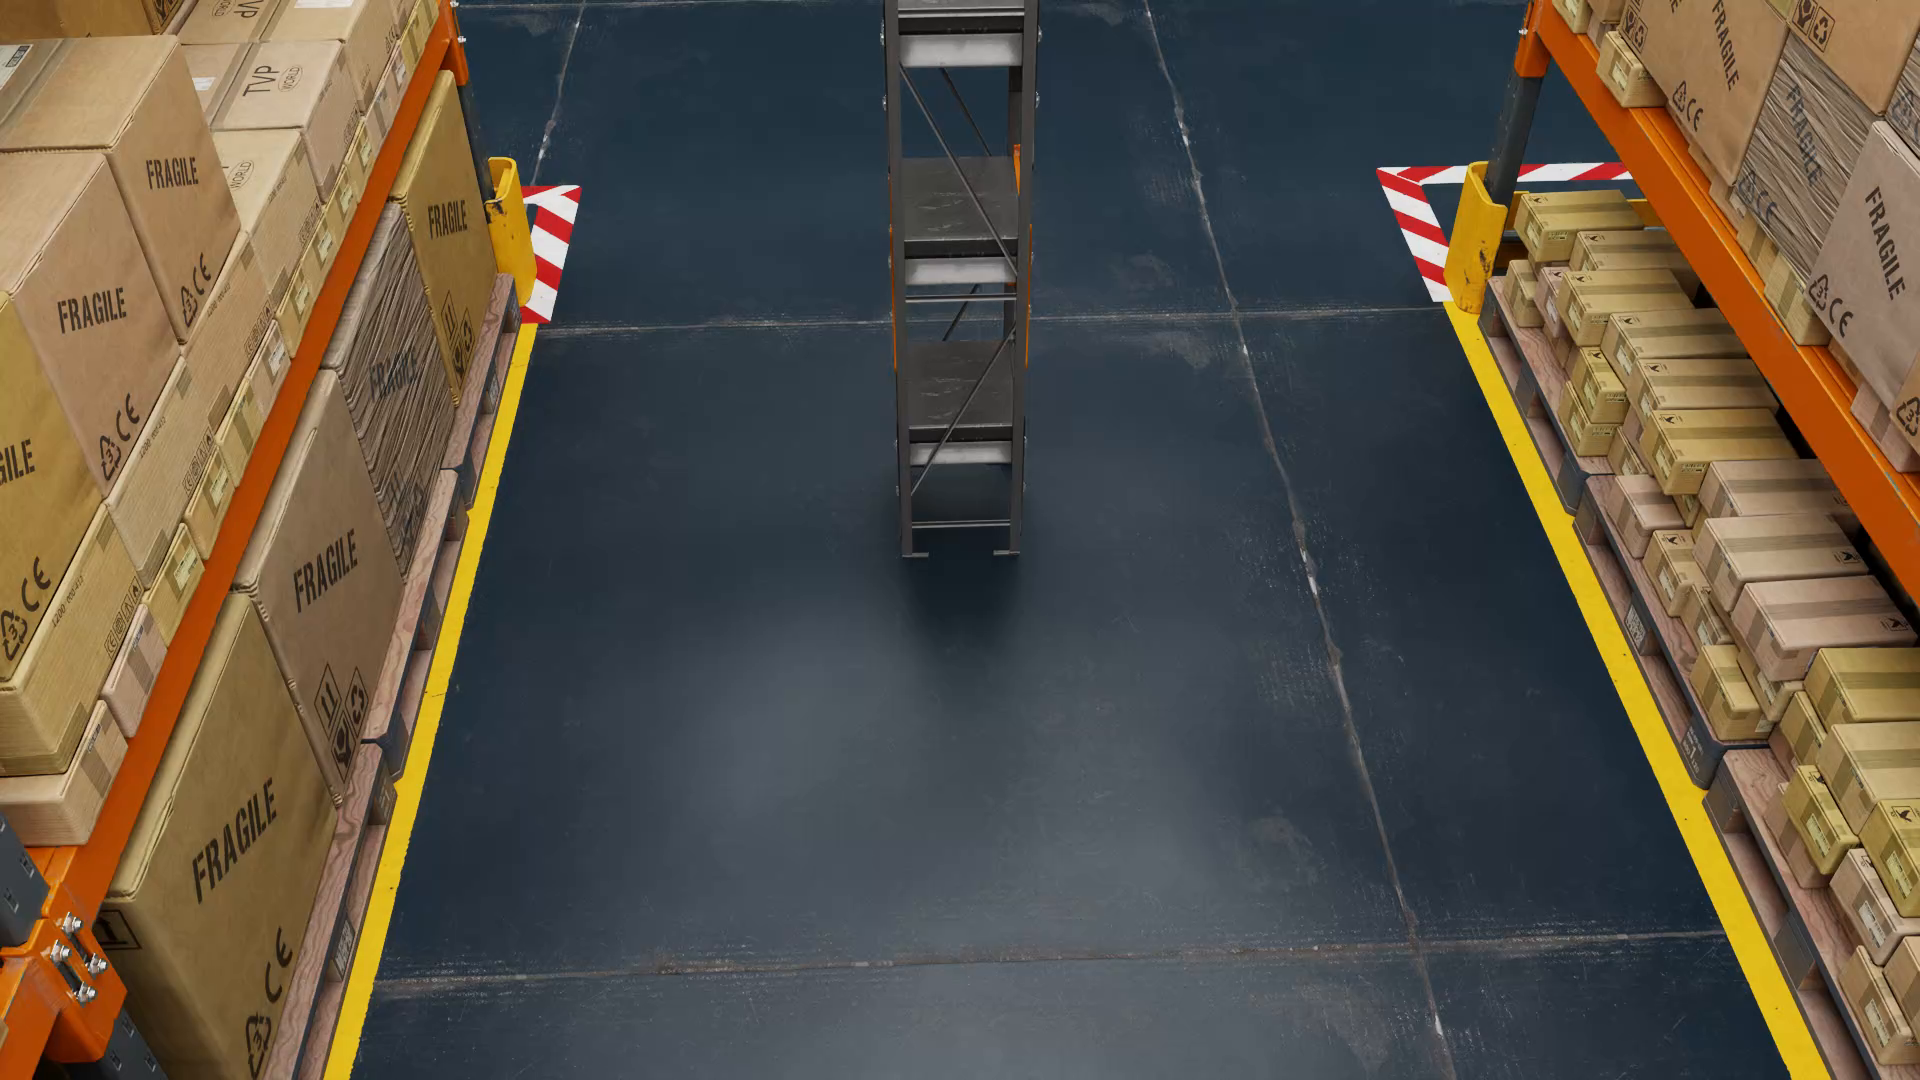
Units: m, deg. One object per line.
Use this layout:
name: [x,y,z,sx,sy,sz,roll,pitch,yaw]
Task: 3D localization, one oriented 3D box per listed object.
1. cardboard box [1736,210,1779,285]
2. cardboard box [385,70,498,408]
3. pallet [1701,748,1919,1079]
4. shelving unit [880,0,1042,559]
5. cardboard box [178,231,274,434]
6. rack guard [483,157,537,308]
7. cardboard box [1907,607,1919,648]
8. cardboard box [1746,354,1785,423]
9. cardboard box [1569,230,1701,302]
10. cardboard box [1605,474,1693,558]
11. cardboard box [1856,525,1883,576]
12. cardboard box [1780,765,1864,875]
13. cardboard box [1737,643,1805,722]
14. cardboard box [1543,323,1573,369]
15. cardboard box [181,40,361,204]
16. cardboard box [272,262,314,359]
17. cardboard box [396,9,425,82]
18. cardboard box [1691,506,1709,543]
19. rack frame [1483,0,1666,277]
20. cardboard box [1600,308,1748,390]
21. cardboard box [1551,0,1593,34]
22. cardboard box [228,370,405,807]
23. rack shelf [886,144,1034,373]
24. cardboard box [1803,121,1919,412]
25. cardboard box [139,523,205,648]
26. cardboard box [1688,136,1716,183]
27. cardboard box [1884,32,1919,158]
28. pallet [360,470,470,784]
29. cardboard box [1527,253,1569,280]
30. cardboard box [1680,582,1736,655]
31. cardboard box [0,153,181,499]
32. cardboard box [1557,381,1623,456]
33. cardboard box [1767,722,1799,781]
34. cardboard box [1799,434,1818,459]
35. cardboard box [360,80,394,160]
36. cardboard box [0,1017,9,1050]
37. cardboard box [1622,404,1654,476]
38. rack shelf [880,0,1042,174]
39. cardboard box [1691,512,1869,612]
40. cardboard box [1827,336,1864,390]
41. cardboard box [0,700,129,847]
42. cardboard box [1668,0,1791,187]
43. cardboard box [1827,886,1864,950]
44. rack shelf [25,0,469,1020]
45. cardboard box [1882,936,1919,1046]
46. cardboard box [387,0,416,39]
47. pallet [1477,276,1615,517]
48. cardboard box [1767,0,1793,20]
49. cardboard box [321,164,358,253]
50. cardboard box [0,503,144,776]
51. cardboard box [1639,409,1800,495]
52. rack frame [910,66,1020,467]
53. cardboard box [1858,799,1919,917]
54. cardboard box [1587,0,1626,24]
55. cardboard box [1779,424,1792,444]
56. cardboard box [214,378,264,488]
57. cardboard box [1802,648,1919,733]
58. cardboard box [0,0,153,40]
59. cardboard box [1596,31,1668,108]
cardboard box: [2.409,-0.832,4.623,0.380,0.149,0.250,0,43,0]
cardboard box: [-2.247,-1.072,5.961,0.875,0.875,0.875,-2,43,-2]
pallet: [2.712,1.072,4.424,1.003,0.211,1.213,-2,43,-2]
shelving unit: [-0.007,-0.886,5.162,0.431,2.100,0.503,-2,43,-2]
cardboard box: [-1.986,-0.494,3.960,0.500,0.250,0.500,-1,43,-1]
rack guard: [-2.355,-1.225,6.716,1.175,0.500,0.348,-2,43,-2]
cardboard box: [2.937,0.329,4.750,0.380,0.149,0.250,0,43,0]
cardboard box: [2.846,-0.534,5.692,0.380,0.149,0.250,-2,43,-2]
cardboard box: [2.421,-0.981,5.959,0.380,0.149,0.250,-1,43,-1]
cardboard box: [2.350,-0.087,5.424,0.380,0.149,0.250,-4,43,-4]
cardboard box: [3.004,-0.011,5.121,0.380,0.149,0.250,-1,43,-1]
cardboard box: [2.392,0.717,4.327,0.380,0.149,0.250,-3,43,-3]
cardboard box: [2.449,0.373,4.702,0.380,0.149,0.250,-1,43,-1]
cardboard box: [2.401,-0.771,6.170,0.380,0.149,0.250,-2,43,-2]
cardboard box: [-2.025,-1.179,4.707,0.500,0.250,0.500,-3,43,-3]
cardboard box: [-1.932,-0.598,4.369,0.380,0.149,0.250,-3,43,-3]
cardboard box: [-1.997,-1.631,5.495,0.380,0.149,0.250,-1,43,-1]
cardboard box: [2.489,0.010,5.098,0.380,0.149,0.250,0,43,0]
rack frame: [2.606,-2.204,5.934,1.000,3.000,0.127,-2,43,-2]
cardboard box: [2.397,-0.642,5.589,0.380,0.149,0.250,-4,43,-4]
cardboard box: [2.292,-1.883,5.771,0.380,0.149,0.250,-2,43,-2]
cardboard box: [-2.170,0.144,4.635,0.875,0.875,0.875,-2,43,-2]
rack shelf: [-0.007,-0.876,5.172,0.431,0.518,0.480,-2,43,-2]
cardboard box: [2.432,-0.655,3.950,0.500,0.500,0.500,-2,43,-2]
cardboard box: [-1.887,0.099,3.608,0.380,0.149,0.250,0,43,0]
cardboard box: [2.437,-1.175,4.997,0.380,0.149,0.250,-2,43,-2]
cardboard box: [2.451,-1.023,3.612,0.500,0.500,0.500,-1,43,-1]
pallet: [-2.193,0.257,5.313,1.003,0.211,1.213,-2,43,-2]
cardboard box: [2.372,-1.056,6.261,0.380,0.149,0.250,0,43,0]
cardboard box: [2.431,0.261,5.045,0.380,0.149,0.250,-1,43,-1]
cardboard box: [-1.962,-0.424,3.328,0.500,0.500,0.500,-2,43,-2]
cardboard box: [2.320,-0.427,5.795,0.380,0.149,0.250,-1,43,-1]
cardboard box: [2.526,0.602,4.672,0.380,0.149,0.250,-3,43,-3]
cardboard box: [2.888,-0.297,5.213,0.380,0.149,0.250,-3,43,-3]
cardboard box: [-1.978,-1.292,5.126,0.380,0.149,0.250,-1,43,-1]
cardboard box: [-1.891,0.842,2.538,0.500,0.500,0.500,-2,43,-2]
cardboard box: [2.434,-0.354,5.496,0.380,0.149,0.250,-4,43,-4]
rack shelf: [-0.007,-1.392,4.699,0.431,0.518,0.480,-2,43,-2]
cardboard box: [2.372,0.062,4.821,0.380,0.149,0.250,-3,43,-3]
cardboard box: [2.473,-0.481,4.240,0.380,0.149,0.250,-2,43,-2]
cardboard box: [-1.864,0.454,3.221,0.380,0.149,0.250,-2,43,-2]
cardboard box: [2.405,-1.348,4.706,0.500,0.500,0.500,-1,43,-1]
cardboard box: [2.491,0.960,4.282,0.380,0.149,0.250,-1,43,-1]
rack shelf: [-2.269,-0.514,4.624,1.077,0.370,4.000,-2,43,-2]
cardboard box: [2.445,1.079,3.931,0.380,0.149,0.250,-1,43,-1]
cardboard box: [-2.068,-1.865,5.455,0.500,0.250,0.500,-2,43,-2]
pallet: [2.608,-0.575,6.221,1.003,0.211,1.213,-2,43,-2]
cardboard box: [2.387,-1.716,4.368,0.500,0.500,0.500,-3,43,-3]
cardboard box: [-1.953,-0.942,4.743,0.380,0.149,0.250,-1,43,-2]
cardboard box: [-1.942,0.192,3.212,0.500,0.250,0.500,-2,43,-3]
cardboard box: [2.364,-0.276,5.190,0.380,0.149,0.250,-1,43,-1]
rack frame: [-0.017,-1.051,5.342,0.400,2.100,0.015,-2,43,-2]
cardboard box: [2.450,0.769,4.050,0.380,0.149,0.250,-1,43,-1]
cardboard box: [2.349,-2.039,5.461,0.500,0.500,0.500,0,43,0]
cardboard box: [2.971,-0.270,5.624,0.380,0.149,0.250,-3,43,-4]
cardboard box: [-1.911,-0.251,3.990,0.380,0.149,0.250,-2,43,-2]
cardboard box: [2.499,0.424,4.426,0.380,0.149,0.250,0,43,0]
cardboard box: [-2.554,-1.442,4.439,0.500,0.500,0.500,-3,43,-3]
cardboard box: [2.302,-1.529,5.385,0.380,0.149,0.250,-3,43,-3]
